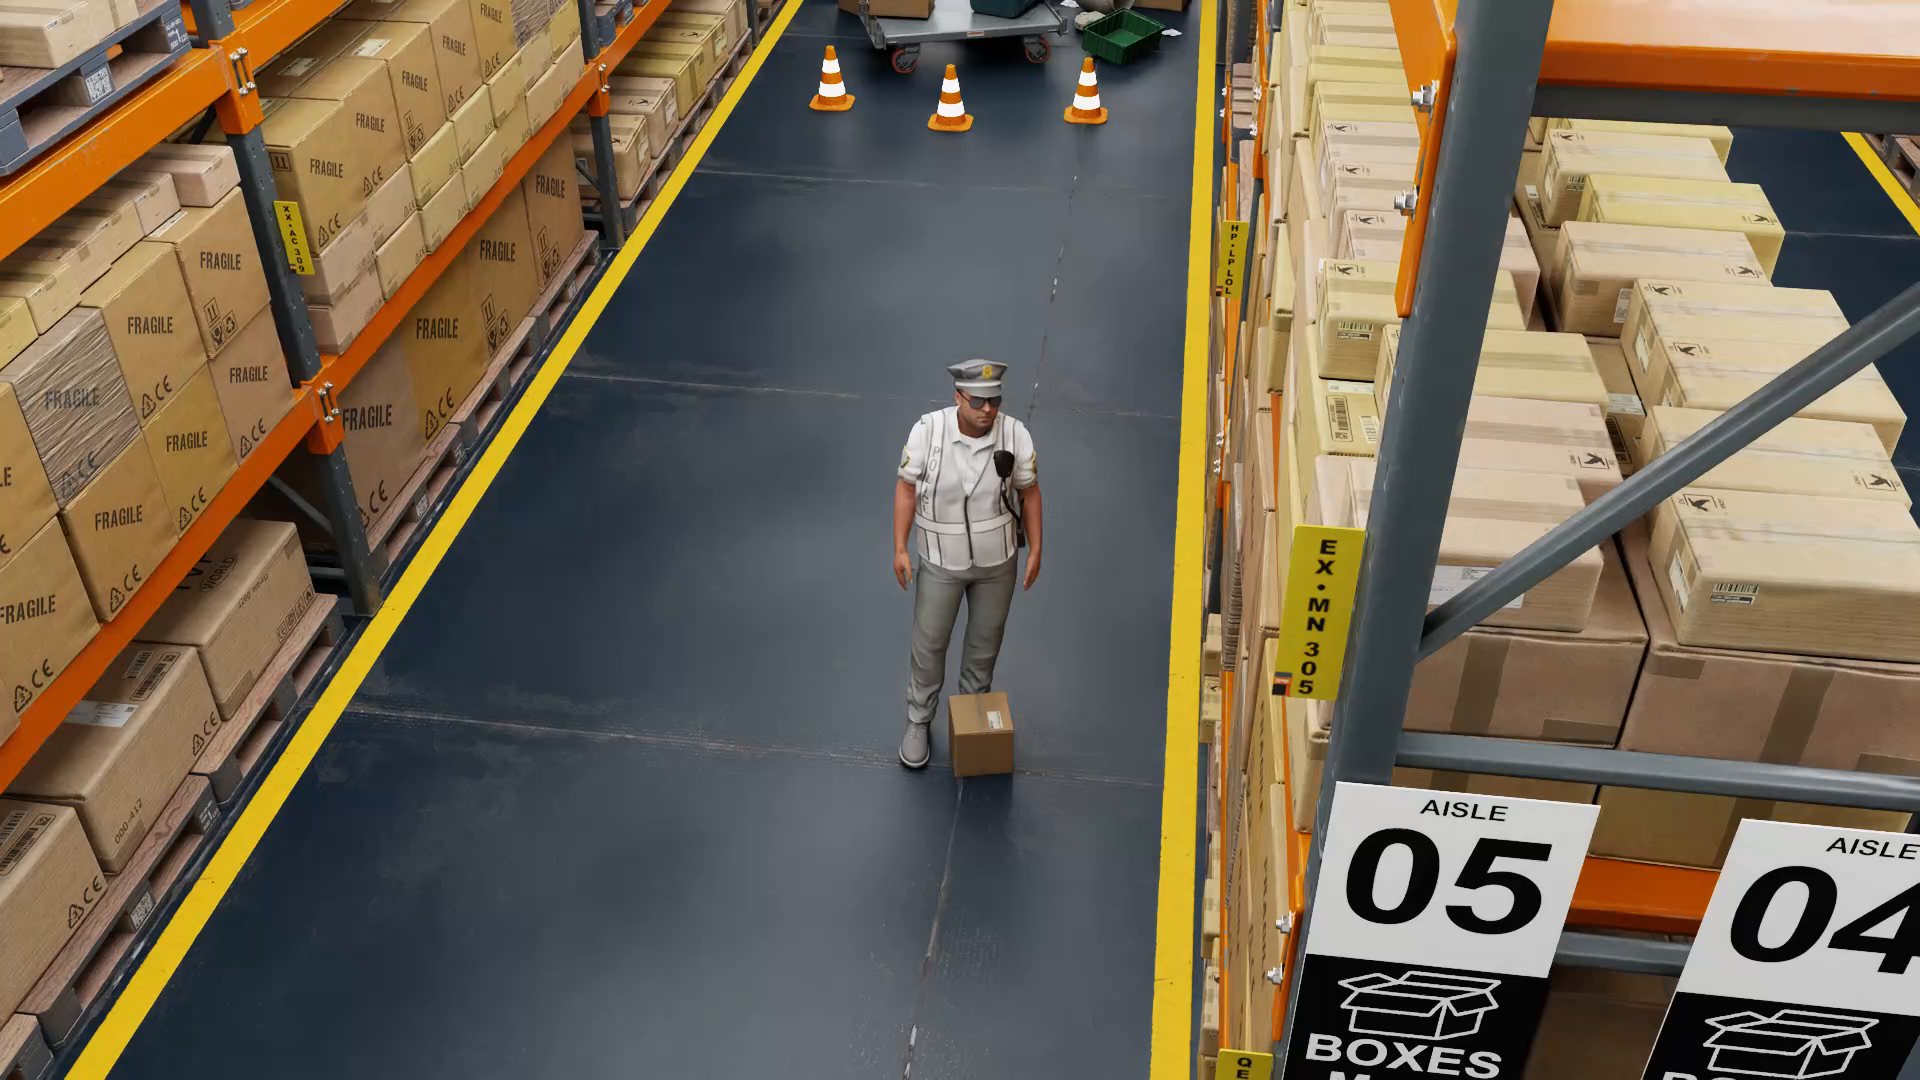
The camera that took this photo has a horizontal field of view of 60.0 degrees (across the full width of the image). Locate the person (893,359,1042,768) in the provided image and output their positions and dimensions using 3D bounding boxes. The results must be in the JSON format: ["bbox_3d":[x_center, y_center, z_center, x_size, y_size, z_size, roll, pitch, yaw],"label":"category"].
[{"bbox_3d":[0.035,0.087,6.876,0.640,1.779,0.575,-4,36,-5],"label":"person"}]
